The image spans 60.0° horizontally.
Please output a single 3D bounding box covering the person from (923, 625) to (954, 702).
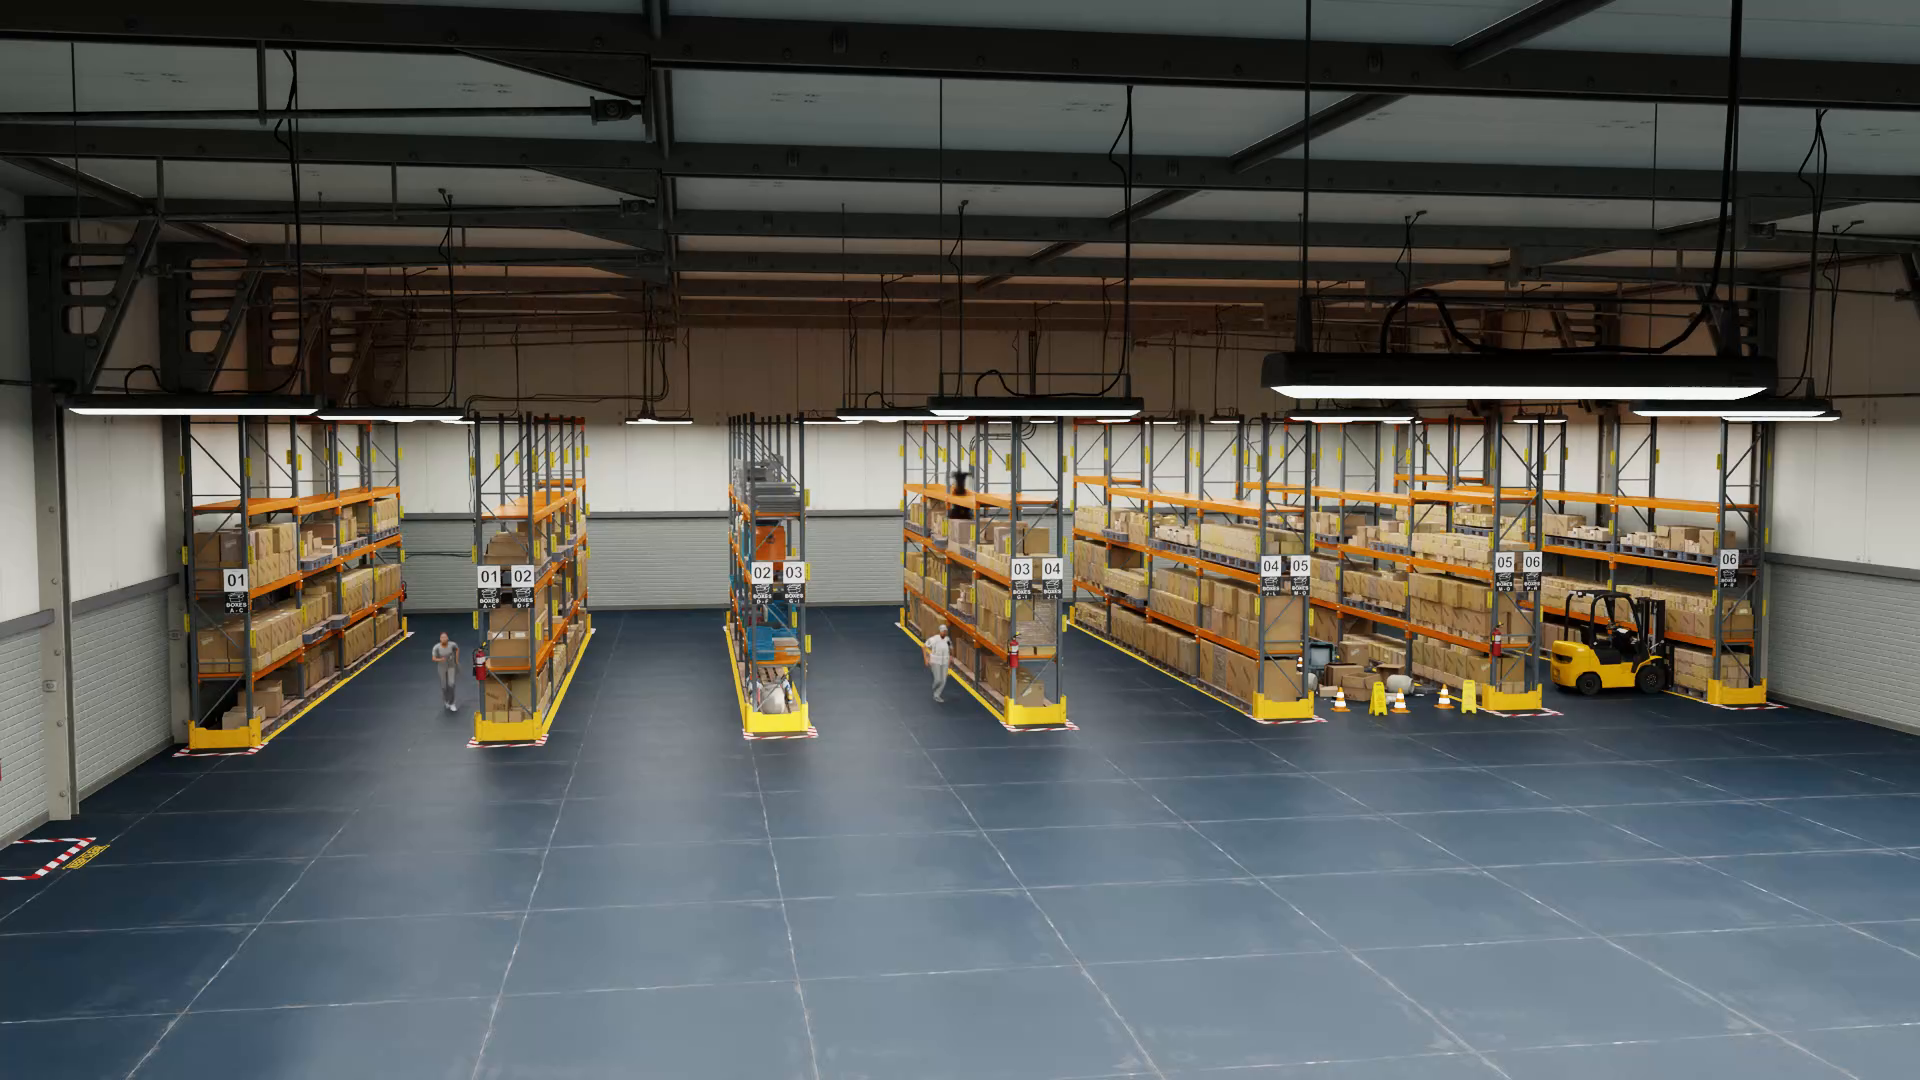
[{"bbox_3d":[-0.433,2.567,34.595,0.677,1.618,0.514,-1,4,-21],"label":"person"}]

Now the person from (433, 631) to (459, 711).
[{"bbox_3d":[-10.362,2.623,33.552,0.490,1.614,0.929,-1,4,-12],"label":"person"}]
